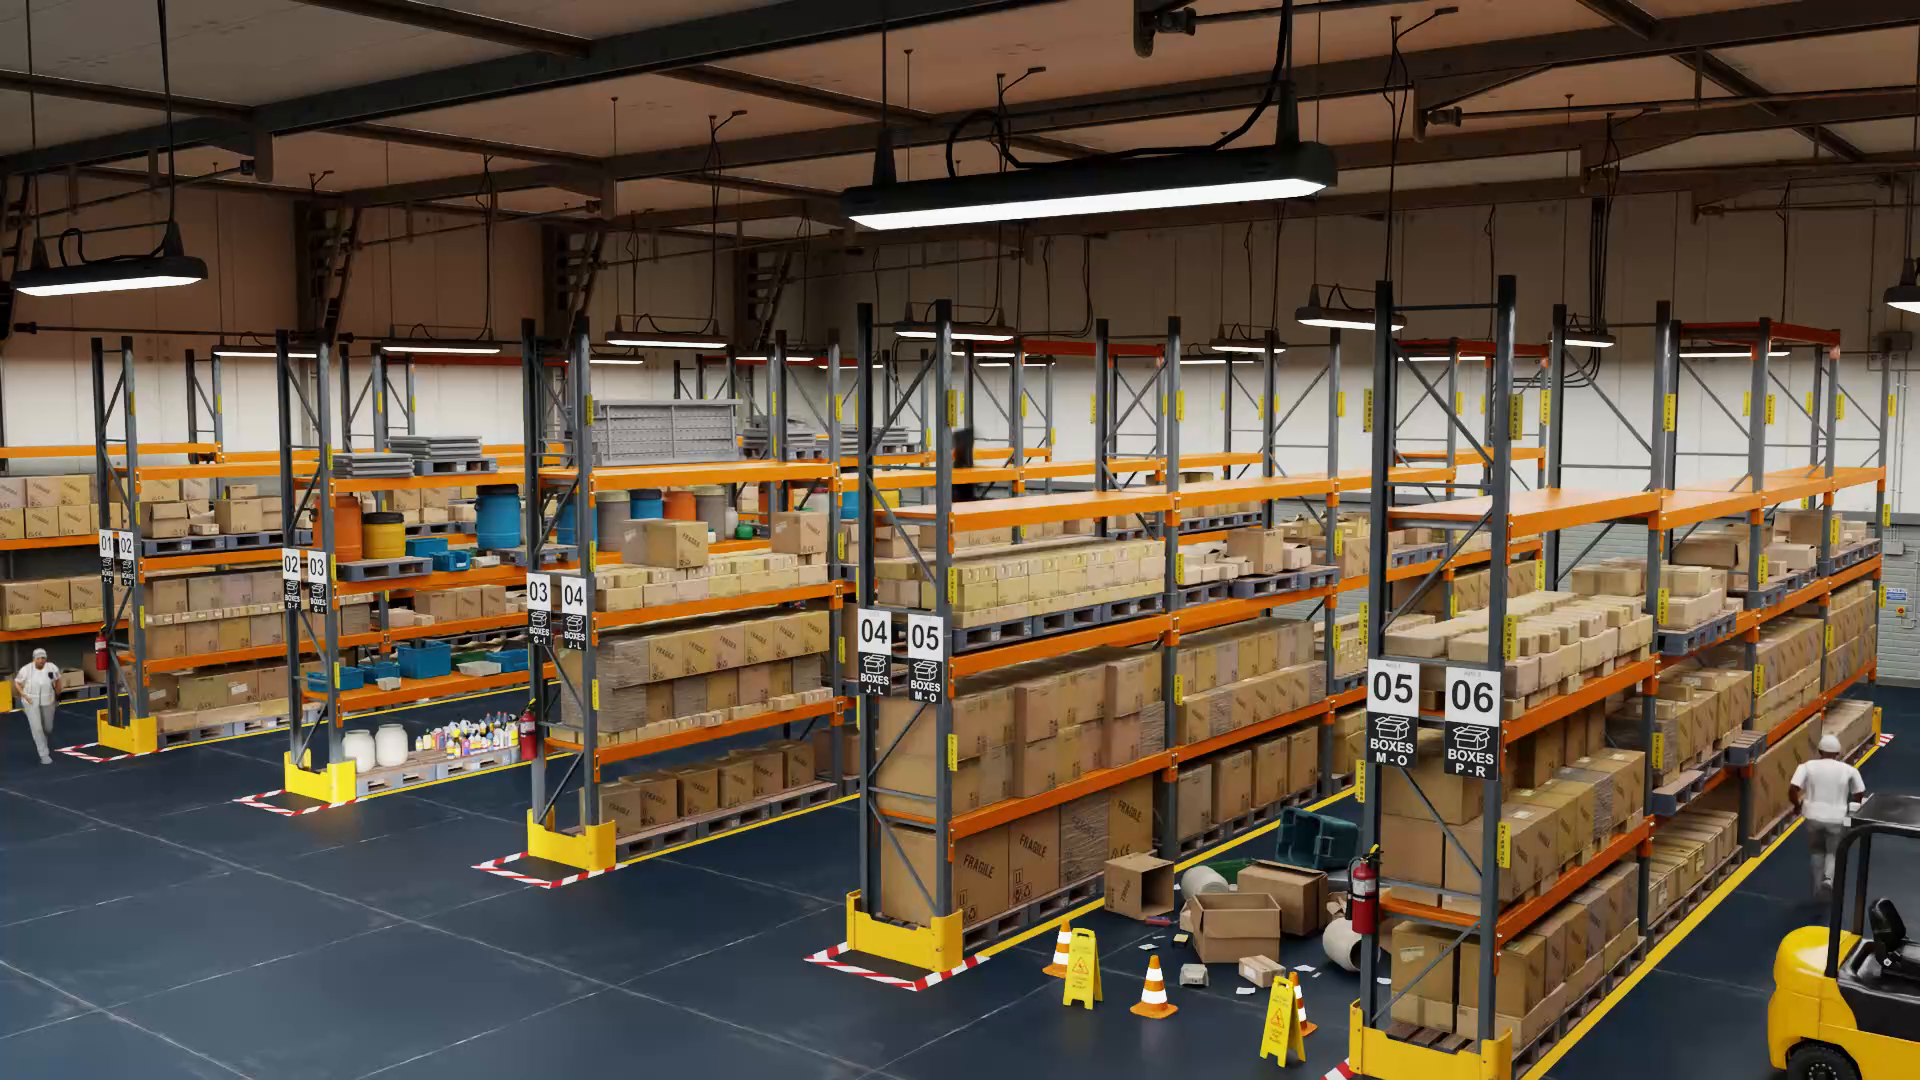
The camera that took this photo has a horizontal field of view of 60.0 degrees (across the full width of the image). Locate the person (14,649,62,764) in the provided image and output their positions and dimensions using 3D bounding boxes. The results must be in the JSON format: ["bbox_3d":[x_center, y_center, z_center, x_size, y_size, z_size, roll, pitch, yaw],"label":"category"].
[{"bbox_3d":[-13.059,2.322,23.577,0.590,1.634,0.816,-3,6,-32],"label":"person"}]

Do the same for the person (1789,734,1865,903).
[{"bbox_3d":[8.807,2.855,16.907,0.700,1.712,0.688,3,6,32],"label":"person"}]
